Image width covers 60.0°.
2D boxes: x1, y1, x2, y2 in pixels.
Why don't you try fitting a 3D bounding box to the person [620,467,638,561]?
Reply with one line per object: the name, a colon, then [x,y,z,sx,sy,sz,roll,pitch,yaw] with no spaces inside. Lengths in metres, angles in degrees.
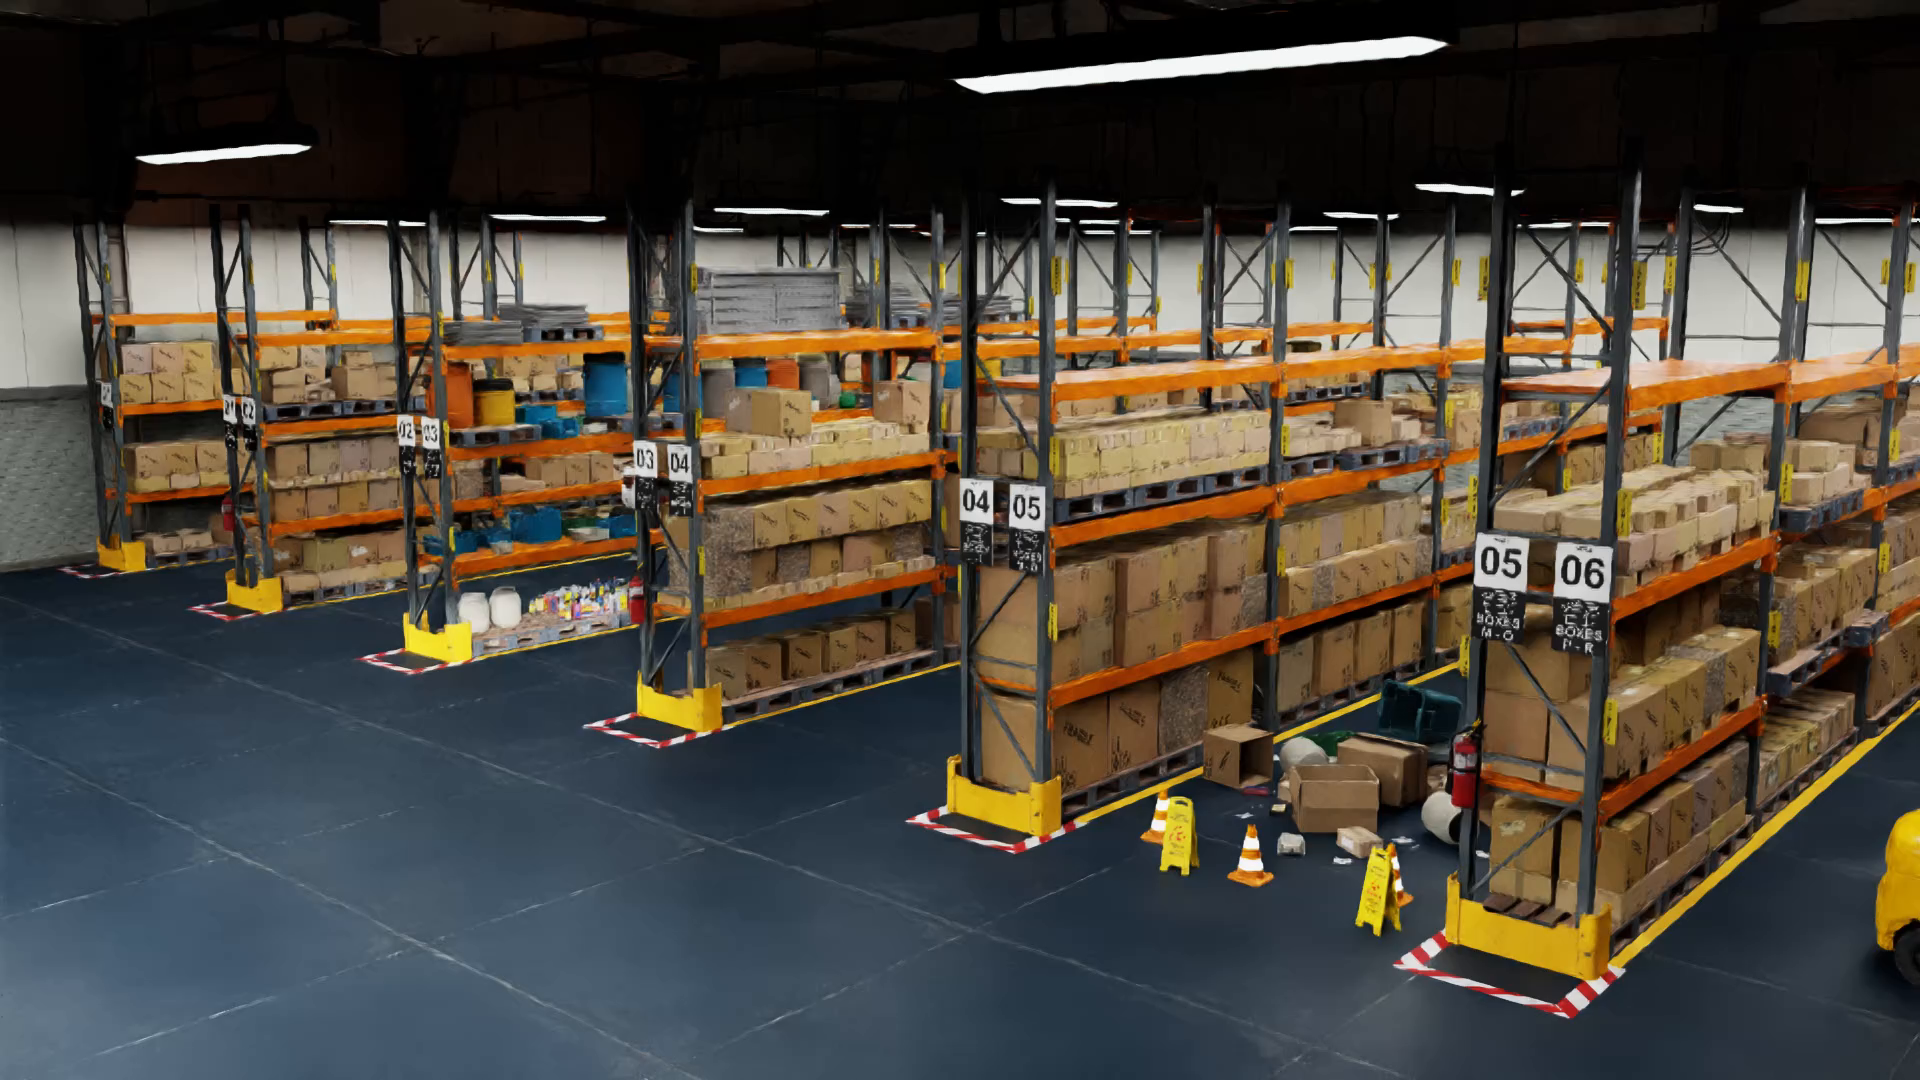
person: [-5.603,-0.421,28.669,0.719,1.714,0.578,8,12,39]
